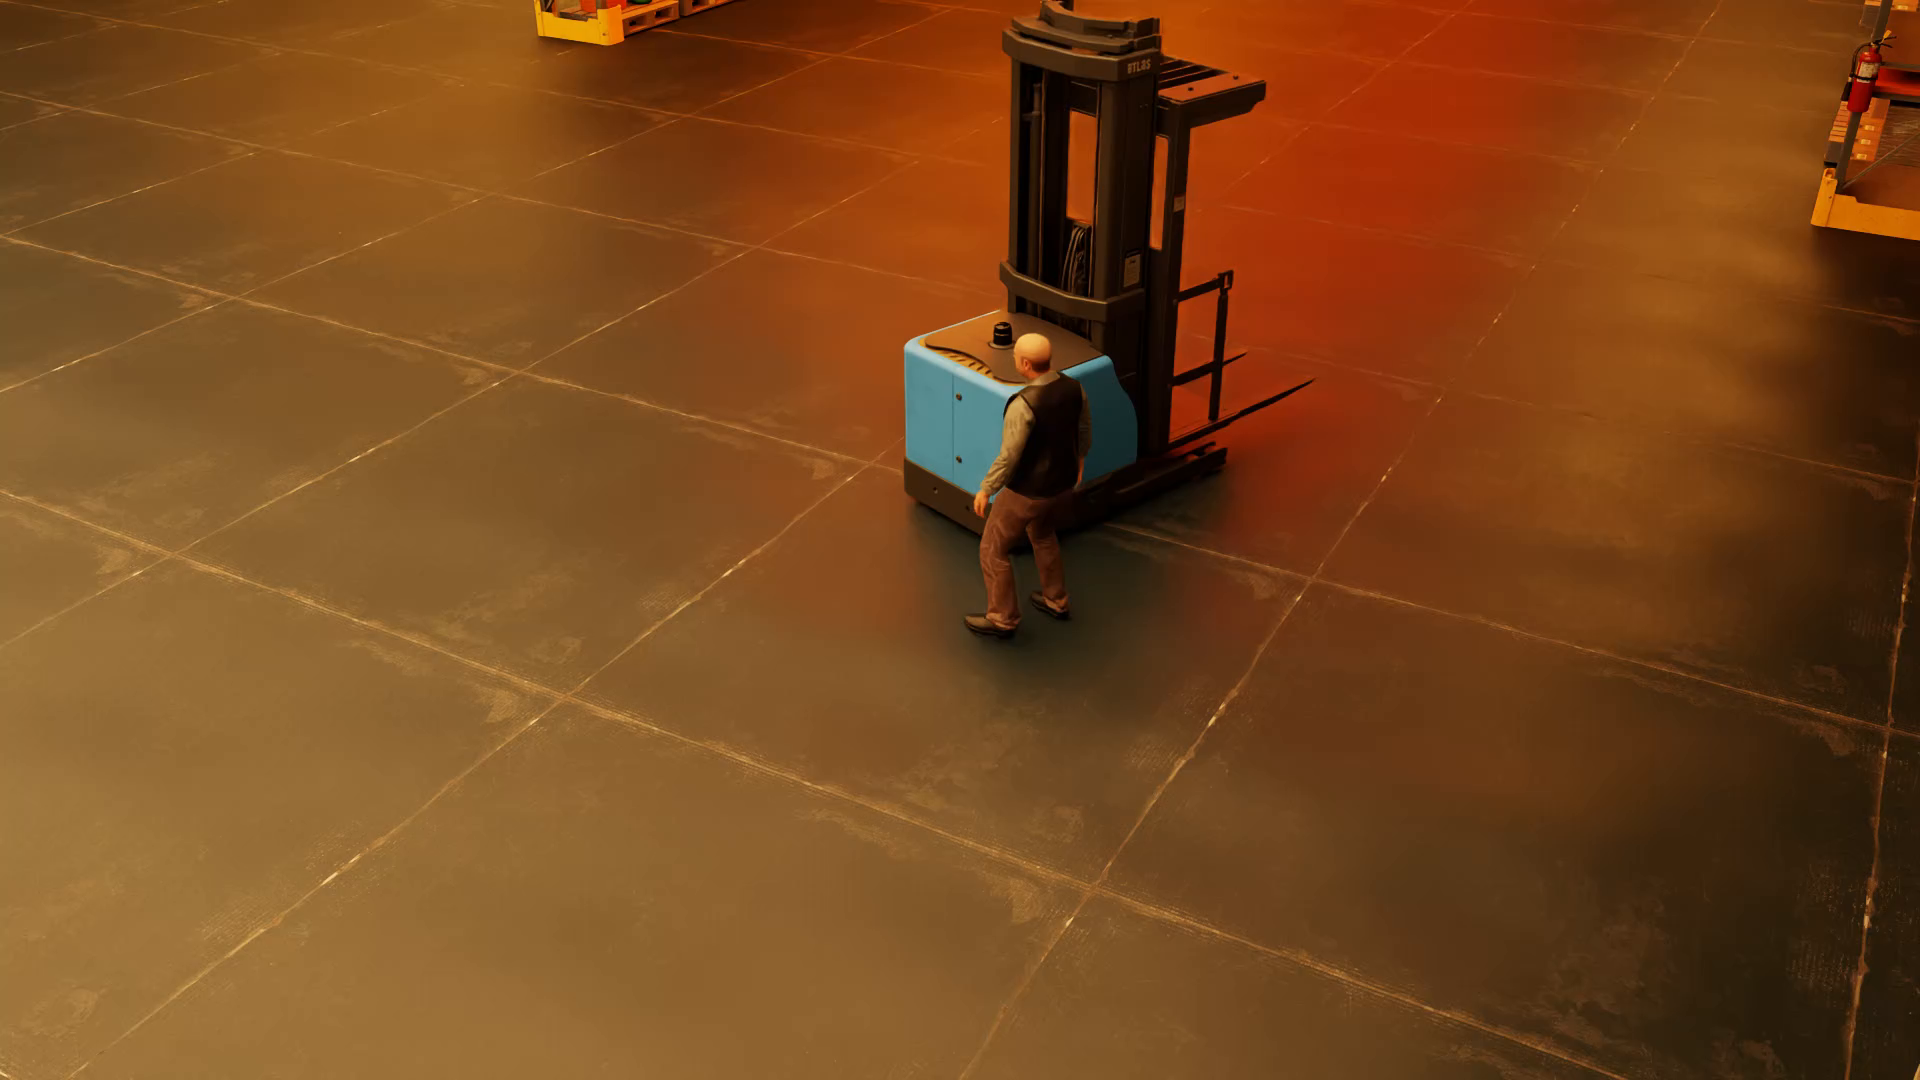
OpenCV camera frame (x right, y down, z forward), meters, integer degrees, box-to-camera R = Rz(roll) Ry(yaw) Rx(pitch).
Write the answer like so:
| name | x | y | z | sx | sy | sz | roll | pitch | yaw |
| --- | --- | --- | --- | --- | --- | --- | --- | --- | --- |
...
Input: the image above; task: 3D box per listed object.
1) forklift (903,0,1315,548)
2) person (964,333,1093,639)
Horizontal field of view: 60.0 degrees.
| name | x | y | z | sx | sy | sz | roll | pitch | yaw |
| --- | --- | --- | --- | --- | --- | --- | --- | --- | --- |
| forklift | 1.094 | -1.829 | 10.239 | 3.031 | 2.935 | 1.130 | -23 | 37 | -35 |
| person | 0.392 | -0.308 | 8.849 | 0.769 | 1.694 | 0.408 | -26 | 39 | -38 |
